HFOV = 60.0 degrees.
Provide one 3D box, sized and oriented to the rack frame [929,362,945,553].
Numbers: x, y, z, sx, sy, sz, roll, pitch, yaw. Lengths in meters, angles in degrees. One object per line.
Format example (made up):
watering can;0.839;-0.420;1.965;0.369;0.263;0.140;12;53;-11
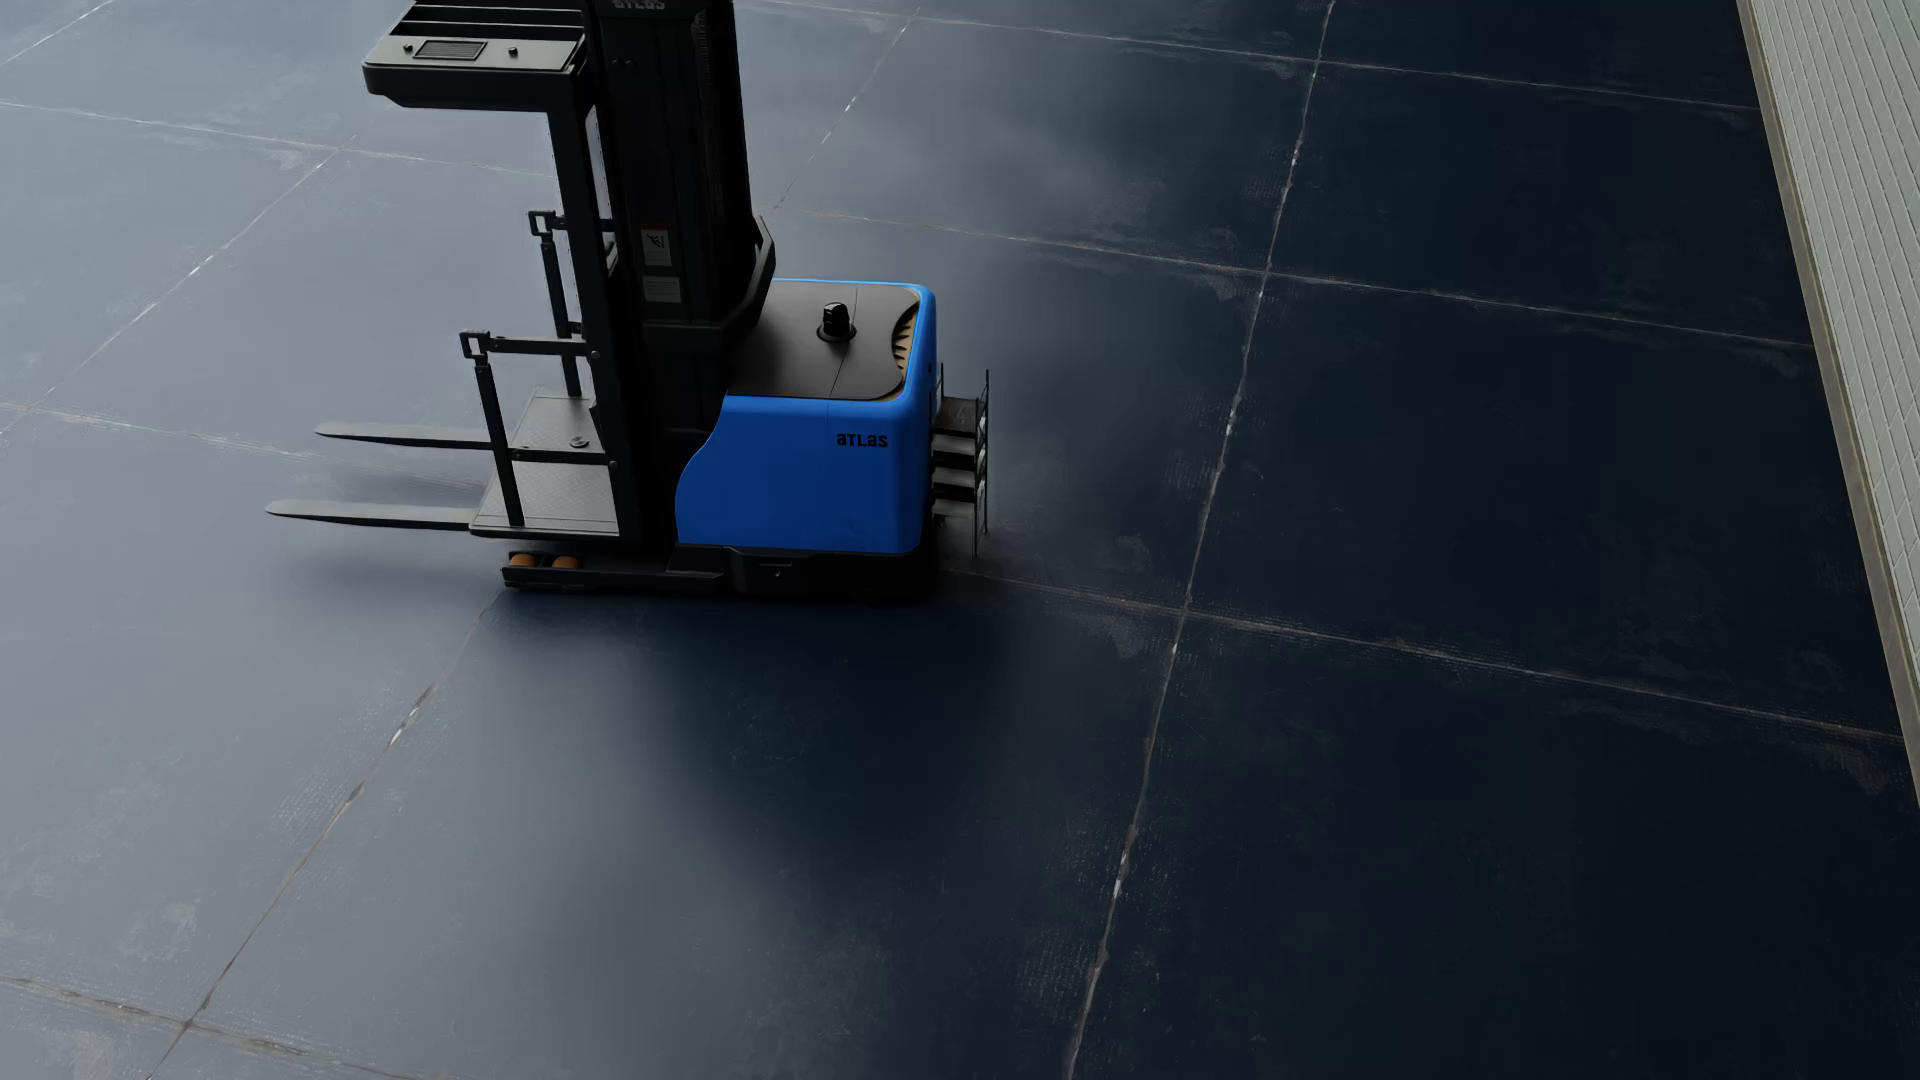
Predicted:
rack frame;-0.103;-0.361;7.504;0.006;0.900;0.240;8;41;10

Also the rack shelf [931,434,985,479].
rack shelf;-0.003;-0.390;7.451;0.200;0.077;0.258;8;41;10

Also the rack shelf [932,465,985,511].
rack shelf;-0.003;-0.252;7.567;0.200;0.077;0.258;8;41;10

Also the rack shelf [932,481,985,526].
rack shelf;-0.003;-0.183;7.625;0.200;0.077;0.258;8;41;10

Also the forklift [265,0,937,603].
forklift;-1.640;-1.221;6.949;3.031;2.935;1.130;3;40;3

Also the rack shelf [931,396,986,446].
rack shelf;-0.003;-0.528;7.335;0.200;0.077;0.258;8;41;10

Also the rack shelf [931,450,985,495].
rack shelf;-0.003;-0.321;7.509;0.200;0.077;0.258;8;41;10

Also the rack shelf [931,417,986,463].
rack shelf;-0.003;-0.459;7.393;0.200;0.077;0.258;8;41;10

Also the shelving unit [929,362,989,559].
shelving unit;-0.003;-0.347;7.487;0.210;0.900;0.258;8;41;10

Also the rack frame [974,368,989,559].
rack frame;0.096;-0.332;7.470;0.006;0.900;0.240;8;41;10
